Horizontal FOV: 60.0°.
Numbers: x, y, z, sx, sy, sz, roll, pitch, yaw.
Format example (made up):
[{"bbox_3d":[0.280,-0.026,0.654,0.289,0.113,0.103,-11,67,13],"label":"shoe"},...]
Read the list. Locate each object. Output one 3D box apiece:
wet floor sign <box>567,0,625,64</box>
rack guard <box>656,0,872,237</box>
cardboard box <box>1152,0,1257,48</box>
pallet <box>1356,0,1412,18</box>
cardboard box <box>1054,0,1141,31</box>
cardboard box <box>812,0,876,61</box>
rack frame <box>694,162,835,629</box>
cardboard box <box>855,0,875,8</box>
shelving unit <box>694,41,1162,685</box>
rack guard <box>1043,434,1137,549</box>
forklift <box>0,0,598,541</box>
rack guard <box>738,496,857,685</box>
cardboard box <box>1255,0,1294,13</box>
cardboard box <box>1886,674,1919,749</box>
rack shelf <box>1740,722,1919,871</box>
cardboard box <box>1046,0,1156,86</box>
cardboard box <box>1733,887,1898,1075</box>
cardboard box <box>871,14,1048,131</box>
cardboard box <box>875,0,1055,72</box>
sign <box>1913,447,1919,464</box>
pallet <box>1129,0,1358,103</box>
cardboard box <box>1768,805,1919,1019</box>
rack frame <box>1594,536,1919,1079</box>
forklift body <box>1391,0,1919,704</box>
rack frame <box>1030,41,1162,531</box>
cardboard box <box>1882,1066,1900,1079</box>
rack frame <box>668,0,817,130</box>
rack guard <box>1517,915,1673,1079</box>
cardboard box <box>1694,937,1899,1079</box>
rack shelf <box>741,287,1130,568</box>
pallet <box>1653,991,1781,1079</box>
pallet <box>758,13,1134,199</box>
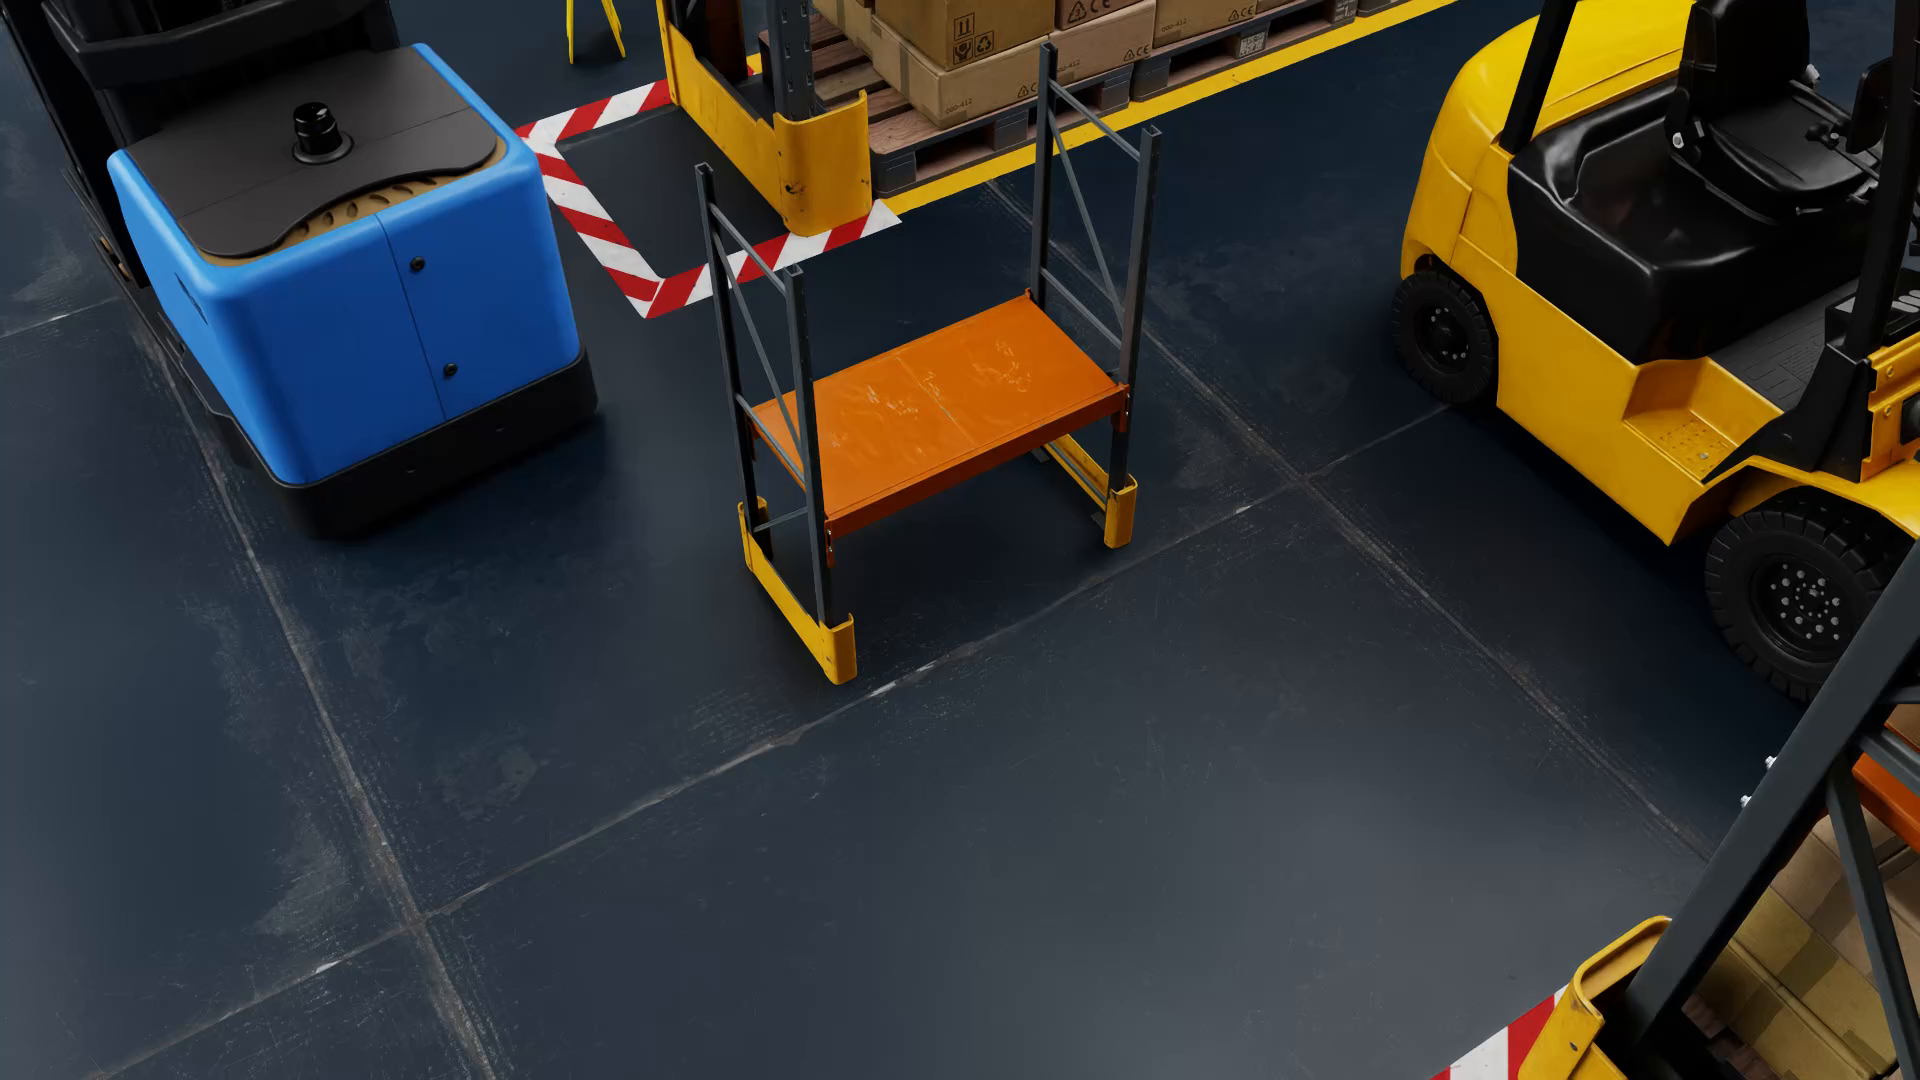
[{"bbox_3d":[-1.565,-2.345,6.906,0.232,0.644,0.267,-9,49,-8],"label":"wet floor sign"},{"bbox_3d":[-0.769,-1.727,6.453,0.348,0.500,1.175,-25,53,-21],"label":"rack guard"},{"bbox_3d":[0.887,-2.324,6.871,0.500,0.250,0.500,-22,52,-18],"label":"cardboard box"},{"bbox_3d":[2.001,-2.905,7.695,1.213,0.211,1.003,-25,53,-21],"label":"pallet"},{"bbox_3d":[0.456,-2.370,6.410,0.500,0.500,0.500,-27,54,-22],"label":"cardboard box"},{"bbox_3d":[-0.273,-2.255,6.810,0.500,0.250,0.500,-25,53,-21],"label":"cardboard box"},{"bbox_3d":[-0.502,-0.262,4.479,0.032,1.500,0.500,-25,53,-21],"label":"rack frame"},{"bbox_3d":[-0.295,-2.487,6.514,0.500,0.500,0.500,-25,53,-21],"label":"cardboard box"},{"bbox_3d":[-0.064,-0.468,4.663,1.083,1.500,0.587,-25,53,-21],"label":"shelving unit"},{"bbox_3d":[0.357,-0.251,5.306,0.087,0.250,0.587,-25,53,-21],"label":"rack guard"},{"bbox_3d":[-2.504,-2.027,5.093,1.130,2.935,3.031,-30,55,-24],"label":"forklift"},{"bbox_3d":[-0.486,0.146,4.953,0.087,0.250,0.587,-25,53,-21],"label":"rack guard"},{"bbox_3d":[1.316,-2.524,7.049,0.500,0.250,0.500,-24,53,-20],"label":"cardboard box"},{"bbox_3d":[2.094,0.210,2.987,0.500,0.500,0.500,-26,53,-22],"label":"cardboard box"},{"bbox_3d":[3.510,0.048,3.681,4.000,0.370,1.077,-25,53,-21],"label":"rack shelf"},{"bbox_3d":[0.432,-2.099,6.670,0.500,0.250,0.500,-23,52,-20],"label":"cardboard box"},{"bbox_3d":[2.063,0.823,3.734,0.500,0.250,0.500,-26,53,-21],"label":"cardboard box"},{"bbox_3d":[-0.004,-1.900,6.494,0.500,0.250,0.500,-26,53,-21],"label":"cardboard box"},{"bbox_3d":[0.016,-2.159,6.222,0.500,0.500,0.500,-27,54,-22],"label":"cardboard box"},{"bbox_3d":[1.541,-0.207,2.491,0.005,0.325,0.100,-25,53,-21],"label":"sign"},{"bbox_3d":[0.968,-2.415,7.260,1.213,0.211,1.003,-25,53,-21],"label":"pallet"},{"bbox_3d":[2.041,0.667,3.538,0.500,0.250,0.500,-24,52,-20],"label":"cardboard box"},{"bbox_3d":[1.818,0.605,2.702,0.127,3.000,1.000,-25,53,-21],"label":"rack frame"},{"bbox_3d":[2.449,-1.020,4.718,1.214,2.155,2.313,-25,53,-21],"label":"forklift body"},{"bbox_3d":[0.358,-0.667,4.840,0.032,1.500,0.500,-25,53,-21],"label":"rack frame"},{"bbox_3d":[2.338,1.308,3.637,0.500,0.250,0.500,-25,53,-21],"label":"cardboard box"},{"bbox_3d":[-0.833,-2.528,5.493,0.127,3.000,1.000,-25,53,-21],"label":"rack frame"},{"bbox_3d":[1.798,1.446,3.627,0.348,0.500,1.175,-25,53,-21],"label":"rack guard"},{"bbox_3d":[2.047,0.994,3.917,0.500,0.250,0.500,-25,53,-21],"label":"cardboard box"},{"bbox_3d":[-0.072,-0.345,4.794,1.000,0.185,0.538,-25,53,-21],"label":"rack shelf"},{"bbox_3d":[2.443,1.202,4.038,1.213,0.211,1.003,-25,53,-21],"label":"pallet"},{"bbox_3d":[-0.063,-1.932,6.830,1.213,0.211,1.003,-25,53,-21],"label":"pallet"}]
